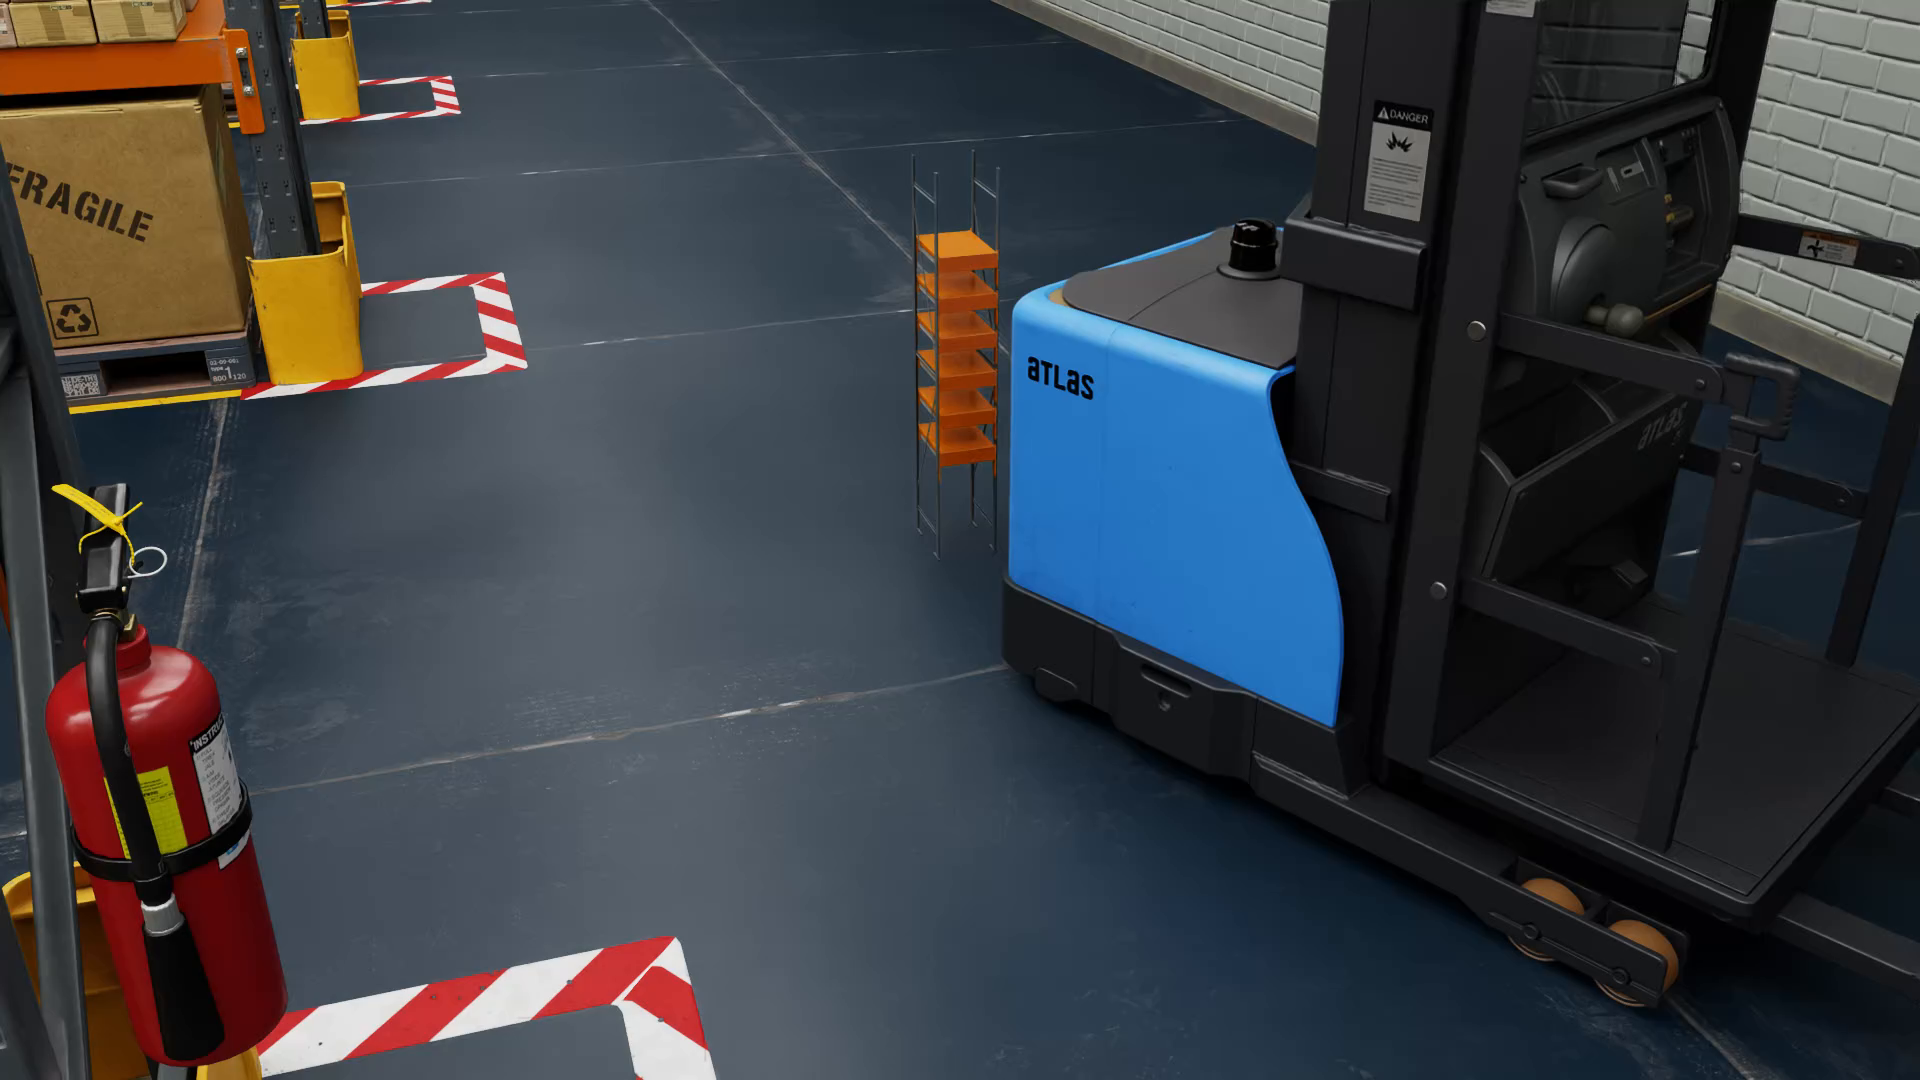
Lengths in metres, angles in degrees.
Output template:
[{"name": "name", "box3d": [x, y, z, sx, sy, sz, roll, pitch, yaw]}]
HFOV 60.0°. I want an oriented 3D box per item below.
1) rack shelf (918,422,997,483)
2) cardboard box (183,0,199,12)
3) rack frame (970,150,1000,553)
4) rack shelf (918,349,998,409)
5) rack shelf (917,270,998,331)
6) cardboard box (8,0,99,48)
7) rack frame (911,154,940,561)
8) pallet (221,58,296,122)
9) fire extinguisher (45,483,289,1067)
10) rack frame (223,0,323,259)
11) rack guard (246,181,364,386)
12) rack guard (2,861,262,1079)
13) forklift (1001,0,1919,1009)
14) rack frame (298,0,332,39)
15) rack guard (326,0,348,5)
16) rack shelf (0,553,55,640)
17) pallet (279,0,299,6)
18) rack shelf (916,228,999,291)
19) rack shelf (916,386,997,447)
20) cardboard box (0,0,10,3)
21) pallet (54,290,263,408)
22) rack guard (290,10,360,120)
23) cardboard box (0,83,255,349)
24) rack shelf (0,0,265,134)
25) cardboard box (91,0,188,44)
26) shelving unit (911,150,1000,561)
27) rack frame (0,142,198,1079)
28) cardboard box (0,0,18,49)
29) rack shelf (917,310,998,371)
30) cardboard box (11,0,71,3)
[{"name": "rack shelf", "box3d": [-0.014, -0.281, 5.106, 0.180, 0.103, 0.258, -8, 28, -16]}, {"name": "cardboard box", "box3d": [-3.153, -2.180, 6.551, 0.250, 0.149, 0.380, -8, 27, -16]}, {"name": "rack frame", "box3d": [0.073, -0.548, 5.005, 0.006, 1.200, 0.240, -8, 28, -16]}, {"name": "rack shelf", "box3d": [-0.014, -0.496, 4.999, 0.180, 0.103, 0.258, -8, 28, -16]}, {"name": "rack shelf", "box3d": [-0.014, -0.711, 4.892, 0.180, 0.103, 0.258, -8, 28, -16]}, {"name": "cardboard box", "box3d": [-3.196, -1.865, 5.915, 0.250, 0.149, 0.380, -8, 27, -16]}, {"name": "rack frame", "box3d": [-0.101, -0.523, 4.954, 0.006, 1.200, 0.240, -8, 28, -16]}, {"name": "pallet", "box3d": [-5.043, -2.950, 10.955, 1.213, 0.211, 1.003, -8, 28, -16]}, {"name": "fire extinguisher", "box3d": [-0.891, 0.271, 1.837, 0.183, 0.674, 0.296, -8, 28, -16]}, {"name": "rack frame", "box3d": [-2.713, -2.202, 6.312, 0.127, 3.000, 1.000, -8, 28, -16]}, {"name": "rack guard", "box3d": [-2.690, -1.086, 6.875, 0.348, 0.500, 1.175, -8, 28, -16]}, {"name": "rack guard", "box3d": [-1.345, 1.039, 2.595, 0.348, 0.500, 1.175, -8, 28, -16]}, {"name": "forklift", "box3d": [1.511, -0.634, 3.232, 3.031, 2.935, 1.130, 24, 35, 39]}, {"name": "rack frame", "box3d": [-4.247, -4.296, 10.530, 0.127, 3.000, 1.000, -8, 28, -16]}, {"name": "rack guard", "box3d": [-5.849, -5.261, 15.285, 0.348, 0.500, 1.175, -8, 28, -16]}, {"name": "rack shelf", "box3d": [-3.175, 0.507, 1.665, 4.000, 0.370, 1.077, -8, 28, -16]}, {"name": "pallet", "box3d": [-6.607, -5.021, 15.127, 1.213, 0.211, 1.003, -8, 28, -16]}, {"name": "rack shelf", "box3d": [-0.014, -0.818, 4.839, 0.180, 0.103, 0.258, -8, 28, -16]}, {"name": "rack shelf", "box3d": [-0.014, -0.388, 5.052, 0.180, 0.103, 0.258, -8, 28, -16]}, {"name": "cardboard box", "box3d": [-3.574, -2.020, 5.779, 0.500, 0.250, 0.500, -9, 28, -17]}, {"name": "pallet", "box3d": [-3.449, -0.810, 6.644, 1.213, 0.211, 1.003, -8, 28, -16]}, {"name": "rack guard", "box3d": [-4.228, -3.185, 11.104, 0.348, 0.500, 1.175, -8, 28, -16]}, {"name": "cardboard box", "box3d": [-3.297, -1.316, 6.446, 0.875, 0.875, 0.875, -8, 28, -16]}, {"name": "rack shelf", "box3d": [-4.615, -1.604, 5.917, 4.000, 0.370, 1.077, -8, 28, -16]}, {"name": "cardboard box", "box3d": [-2.950, -1.901, 5.989, 0.250, 0.149, 0.380, -8, 27, -15]}, {"name": "shelving unit", "box3d": [-0.014, -0.535, 4.979, 0.189, 1.200, 0.258, -8, 28, -16]}, {"name": "rack frame", "box3d": [-1.274, -0.092, 2.063, 0.053, 2.616, 0.949, -8, 28, -16]}, {"name": "cardboard box", "box3d": [-3.437, -1.830, 5.846, 0.250, 0.149, 0.380, -8, 28, -16]}, {"name": "rack shelf", "box3d": [-0.014, -0.603, 4.946, 0.180, 0.103, 0.258, -8, 28, -16]}, {"name": "cardboard box", "box3d": [-3.092, -2.089, 5.919, 0.500, 0.250, 0.500, -9, 28, -17]}]
